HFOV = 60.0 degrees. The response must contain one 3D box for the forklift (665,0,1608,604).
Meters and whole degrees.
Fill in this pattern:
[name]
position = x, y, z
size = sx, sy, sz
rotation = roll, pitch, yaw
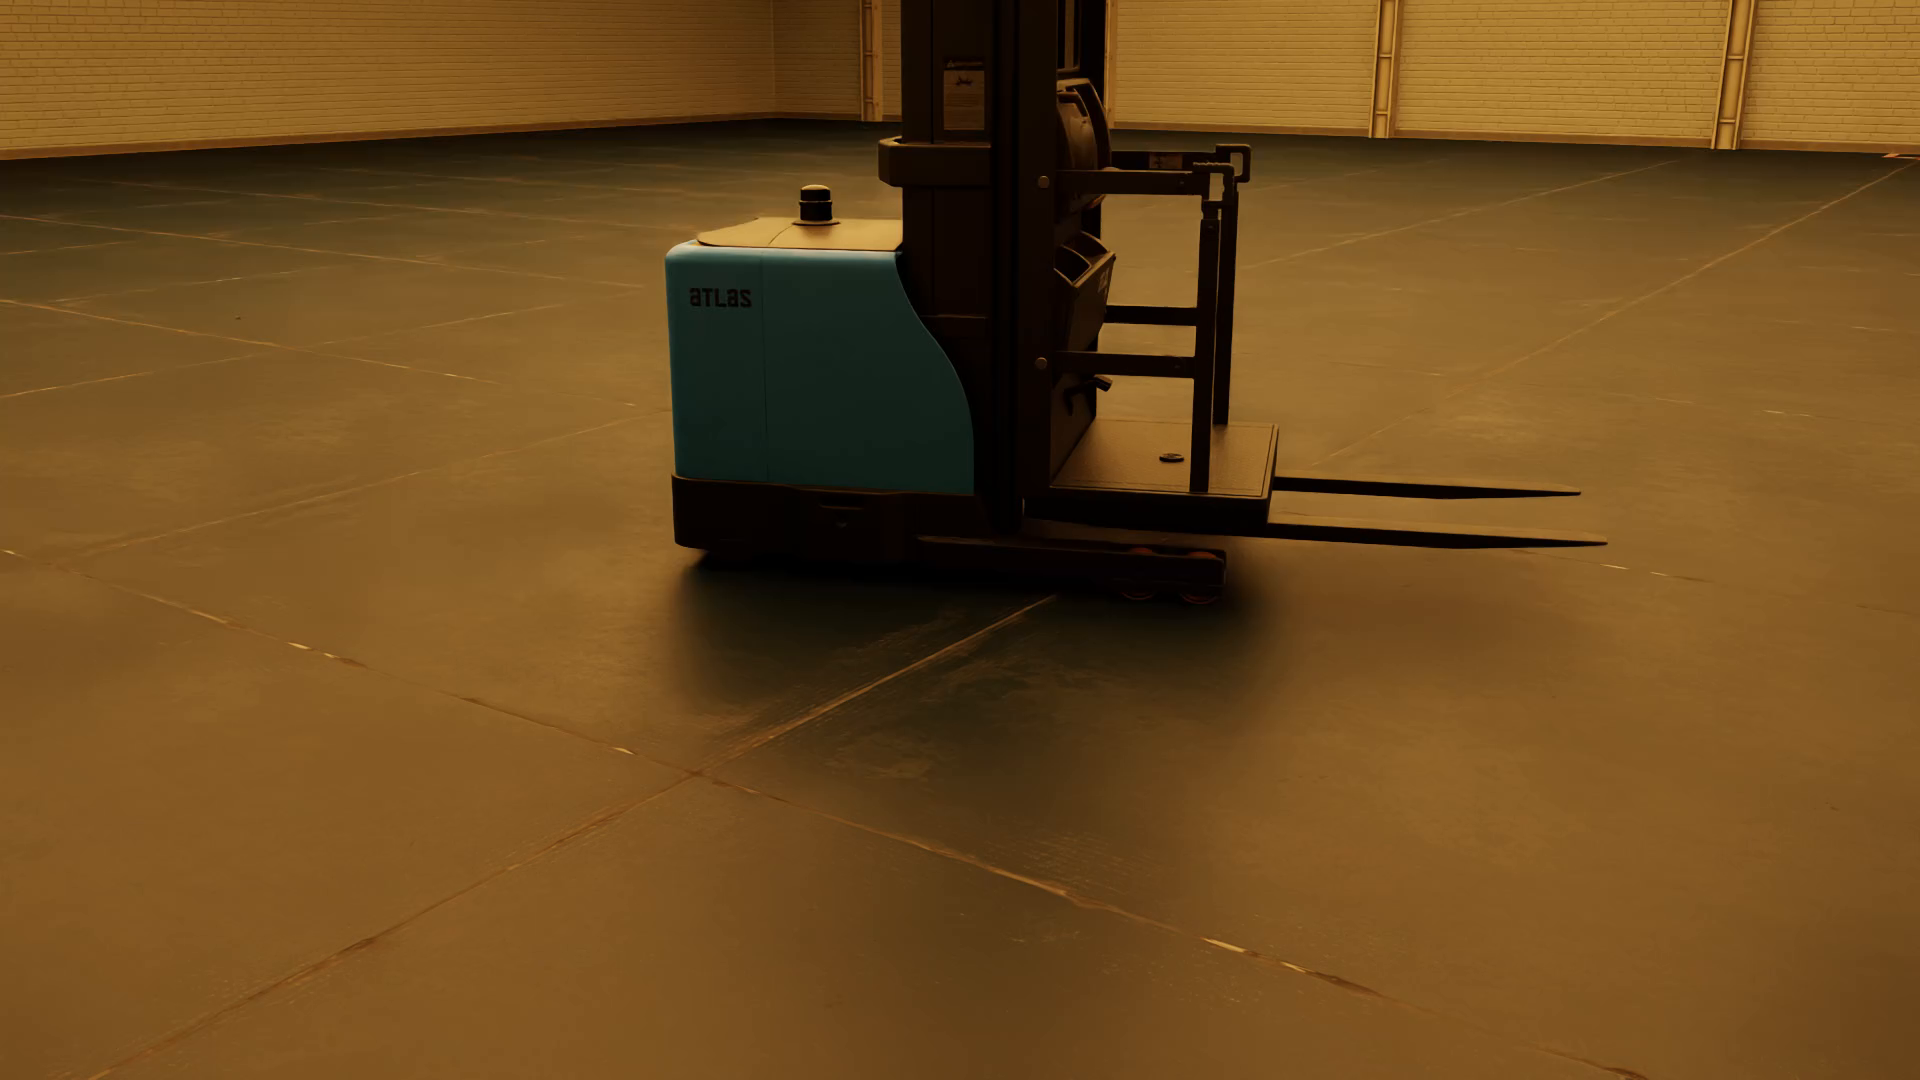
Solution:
[forklift]
position = 0.595, -1.367, 5.404
size = 3.031, 2.935, 1.130
rotation = 4, 17, 12
